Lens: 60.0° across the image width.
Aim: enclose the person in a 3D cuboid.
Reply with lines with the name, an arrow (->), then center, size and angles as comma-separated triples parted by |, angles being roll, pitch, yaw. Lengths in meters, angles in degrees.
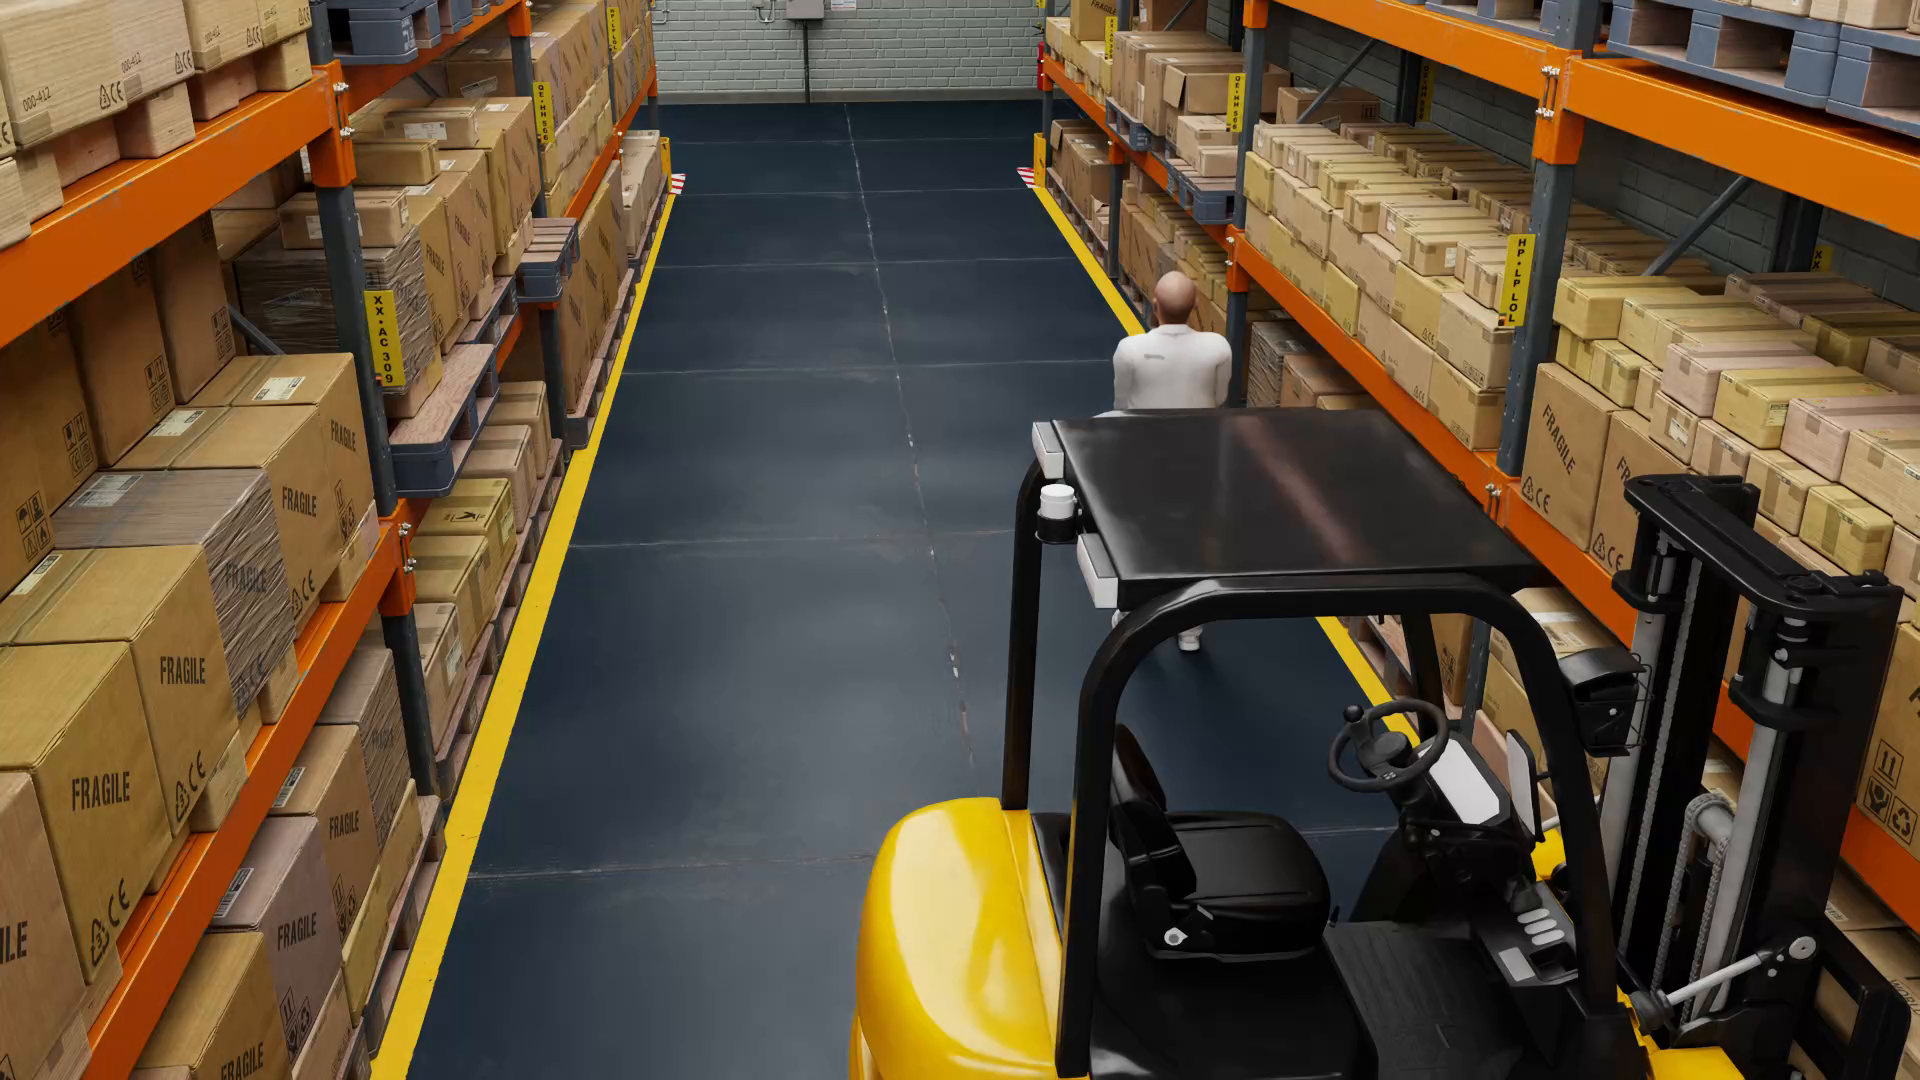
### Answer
person -> 0.913, -0.384, 7.511 | 0.529, 1.768, 0.555 | -2, 23, -4
